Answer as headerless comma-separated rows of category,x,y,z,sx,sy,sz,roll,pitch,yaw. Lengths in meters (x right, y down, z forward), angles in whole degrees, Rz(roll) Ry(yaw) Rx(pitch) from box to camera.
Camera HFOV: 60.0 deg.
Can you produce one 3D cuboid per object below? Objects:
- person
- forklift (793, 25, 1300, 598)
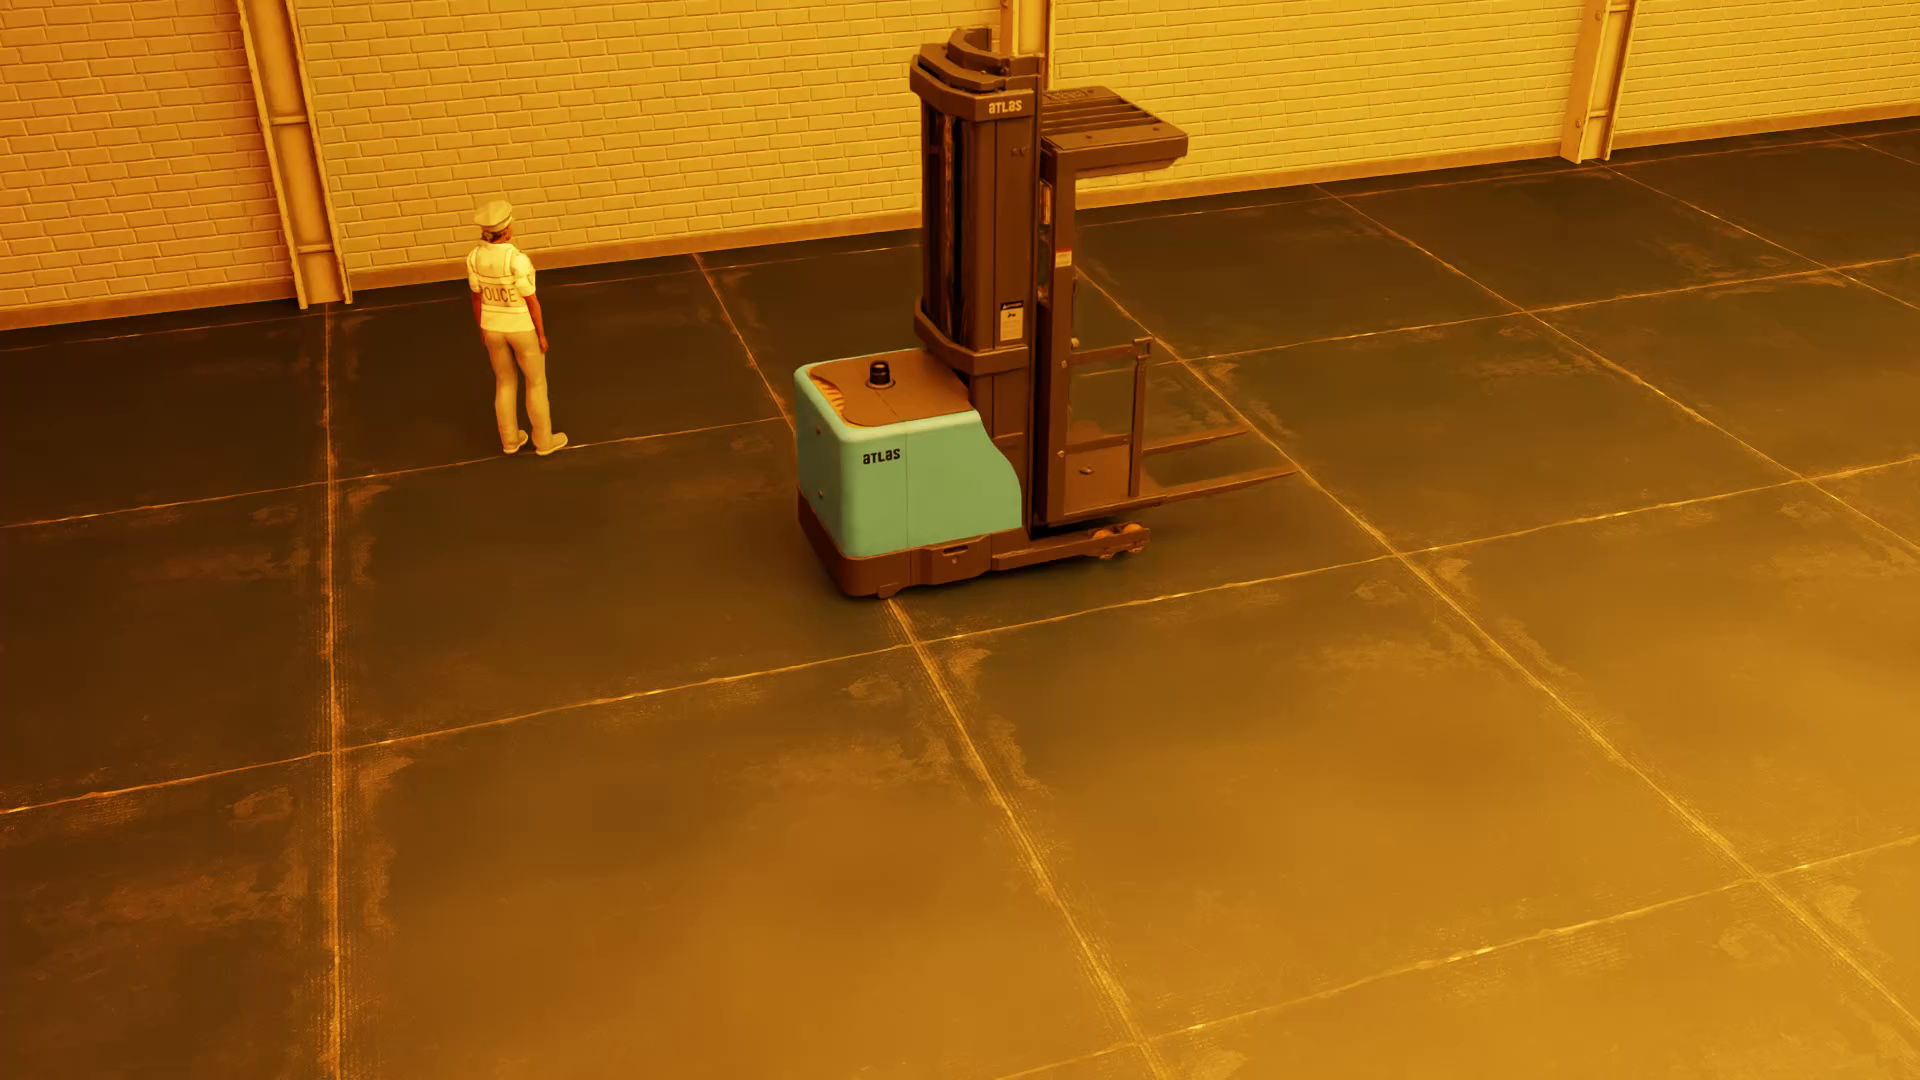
person,-2.868,-1.349,10.683,0.462,1.689,0.345,7,31,12
forklift,0.589,-1.395,9.511,3.031,2.935,1.130,-11,32,-18
